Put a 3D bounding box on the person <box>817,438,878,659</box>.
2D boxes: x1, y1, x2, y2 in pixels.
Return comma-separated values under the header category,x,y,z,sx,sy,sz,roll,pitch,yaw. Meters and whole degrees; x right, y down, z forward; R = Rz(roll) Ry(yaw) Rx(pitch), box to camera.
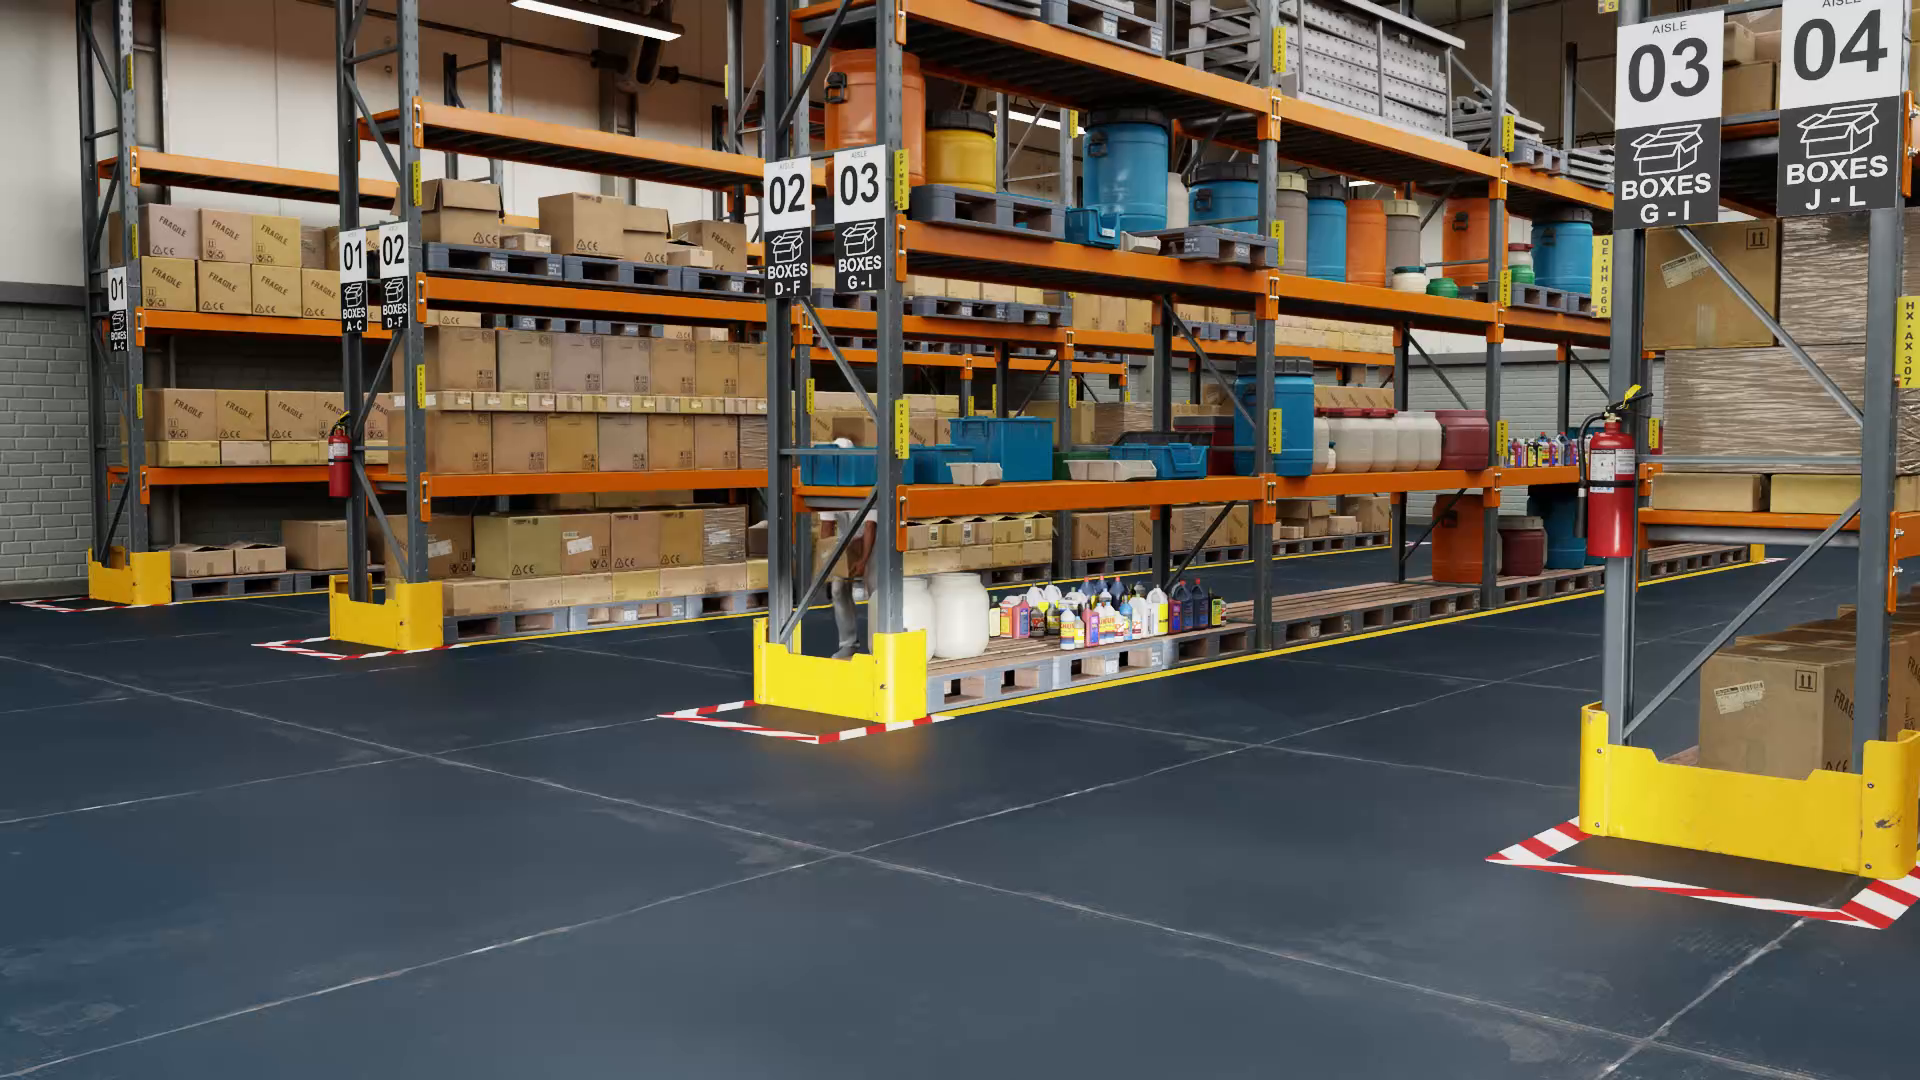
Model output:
category,x,y,z,sx,sy,sz,roll,pitch,yaw
person,-0.736,0.076,11.747,0.489,1.588,0.763,1,4,21
